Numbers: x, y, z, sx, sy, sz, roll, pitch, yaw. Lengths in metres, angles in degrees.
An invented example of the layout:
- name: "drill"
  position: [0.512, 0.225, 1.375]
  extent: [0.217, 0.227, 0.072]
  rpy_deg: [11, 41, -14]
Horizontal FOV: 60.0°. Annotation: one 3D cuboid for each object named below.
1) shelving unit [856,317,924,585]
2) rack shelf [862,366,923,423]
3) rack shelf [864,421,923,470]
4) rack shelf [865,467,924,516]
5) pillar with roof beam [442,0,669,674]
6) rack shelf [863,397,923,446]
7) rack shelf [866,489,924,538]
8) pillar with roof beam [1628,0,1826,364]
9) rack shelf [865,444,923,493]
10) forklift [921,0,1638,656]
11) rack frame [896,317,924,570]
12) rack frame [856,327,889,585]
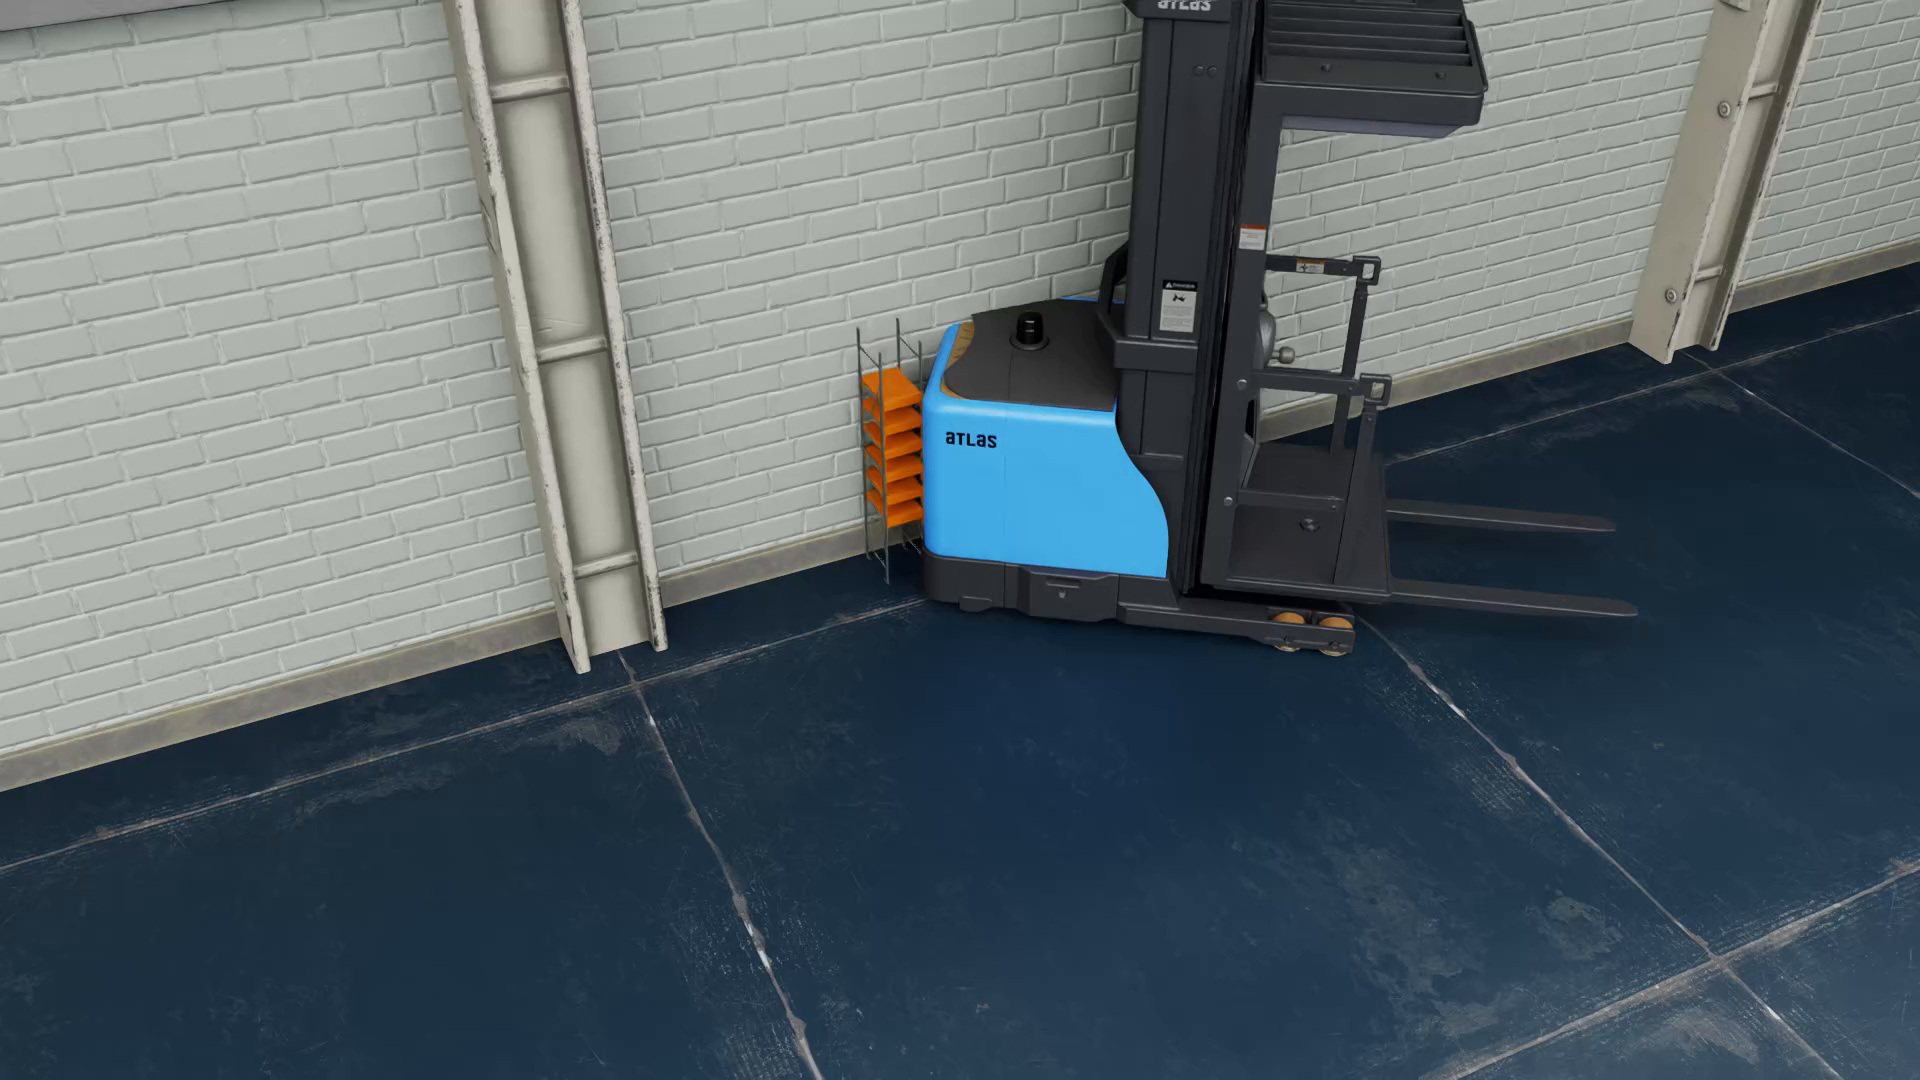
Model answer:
- name: "shelving unit"
  position: [-0.294, -0.368, 7.238]
  extent: [0.189, 1.200, 0.258]
  rpy_deg: [-17, 40, -21]
- name: "rack shelf"
  position: [-0.294, -0.621, 7.050]
  extent: [0.180, 0.103, 0.258]
  rpy_deg: [-17, 40, -21]
- name: "rack shelf"
  position: [-0.294, -0.428, 7.193]
  extent: [0.180, 0.103, 0.258]
  rpy_deg: [-17, 40, -21]
- name: "rack shelf"
  position: [-0.293, -0.236, 7.336]
  extent: [0.180, 0.103, 0.258]
  rpy_deg: [-17, 40, -21]
- name: "pillar with roof beam"
  position: [0.337, -0.862, 1.358]
  extent: [0.400, 9.000, 9.100]
  rpy_deg: [-16, 39, -20]
- name: "rack shelf"
  position: [-0.294, -0.525, 7.121]
  extent: [0.180, 0.103, 0.258]
  rpy_deg: [-17, 40, -21]
- name: "rack shelf"
  position: [-0.293, -0.139, 7.408]
  extent: [0.180, 0.103, 0.258]
  rpy_deg: [-17, 40, -21]
- name: "pillar with roof beam"
  position: [5.768, -2.380, 3.405]
  extent: [0.400, 9.000, 9.100]
  rpy_deg: [-16, 39, -20]
- name: "rack shelf"
  position: [-0.294, -0.332, 7.265]
  extent: [0.180, 0.103, 0.258]
  rpy_deg: [-17, 40, -21]
- name: "forklift"
  position: [1.396, -1.025, 6.672]
  extent: [3.031, 2.935, 1.130]
  rpy_deg: [5, 37, 7]
- name: "rack frame"
  position: [-0.212, -0.392, 7.271]
  extent: [0.006, 1.200, 0.240]
  rpy_deg: [-17, 40, -21]
- name: "rack frame"
  position: [-0.375, -0.343, 7.205]
  extent: [0.006, 1.200, 0.240]
  rpy_deg: [-17, 40, -21]
